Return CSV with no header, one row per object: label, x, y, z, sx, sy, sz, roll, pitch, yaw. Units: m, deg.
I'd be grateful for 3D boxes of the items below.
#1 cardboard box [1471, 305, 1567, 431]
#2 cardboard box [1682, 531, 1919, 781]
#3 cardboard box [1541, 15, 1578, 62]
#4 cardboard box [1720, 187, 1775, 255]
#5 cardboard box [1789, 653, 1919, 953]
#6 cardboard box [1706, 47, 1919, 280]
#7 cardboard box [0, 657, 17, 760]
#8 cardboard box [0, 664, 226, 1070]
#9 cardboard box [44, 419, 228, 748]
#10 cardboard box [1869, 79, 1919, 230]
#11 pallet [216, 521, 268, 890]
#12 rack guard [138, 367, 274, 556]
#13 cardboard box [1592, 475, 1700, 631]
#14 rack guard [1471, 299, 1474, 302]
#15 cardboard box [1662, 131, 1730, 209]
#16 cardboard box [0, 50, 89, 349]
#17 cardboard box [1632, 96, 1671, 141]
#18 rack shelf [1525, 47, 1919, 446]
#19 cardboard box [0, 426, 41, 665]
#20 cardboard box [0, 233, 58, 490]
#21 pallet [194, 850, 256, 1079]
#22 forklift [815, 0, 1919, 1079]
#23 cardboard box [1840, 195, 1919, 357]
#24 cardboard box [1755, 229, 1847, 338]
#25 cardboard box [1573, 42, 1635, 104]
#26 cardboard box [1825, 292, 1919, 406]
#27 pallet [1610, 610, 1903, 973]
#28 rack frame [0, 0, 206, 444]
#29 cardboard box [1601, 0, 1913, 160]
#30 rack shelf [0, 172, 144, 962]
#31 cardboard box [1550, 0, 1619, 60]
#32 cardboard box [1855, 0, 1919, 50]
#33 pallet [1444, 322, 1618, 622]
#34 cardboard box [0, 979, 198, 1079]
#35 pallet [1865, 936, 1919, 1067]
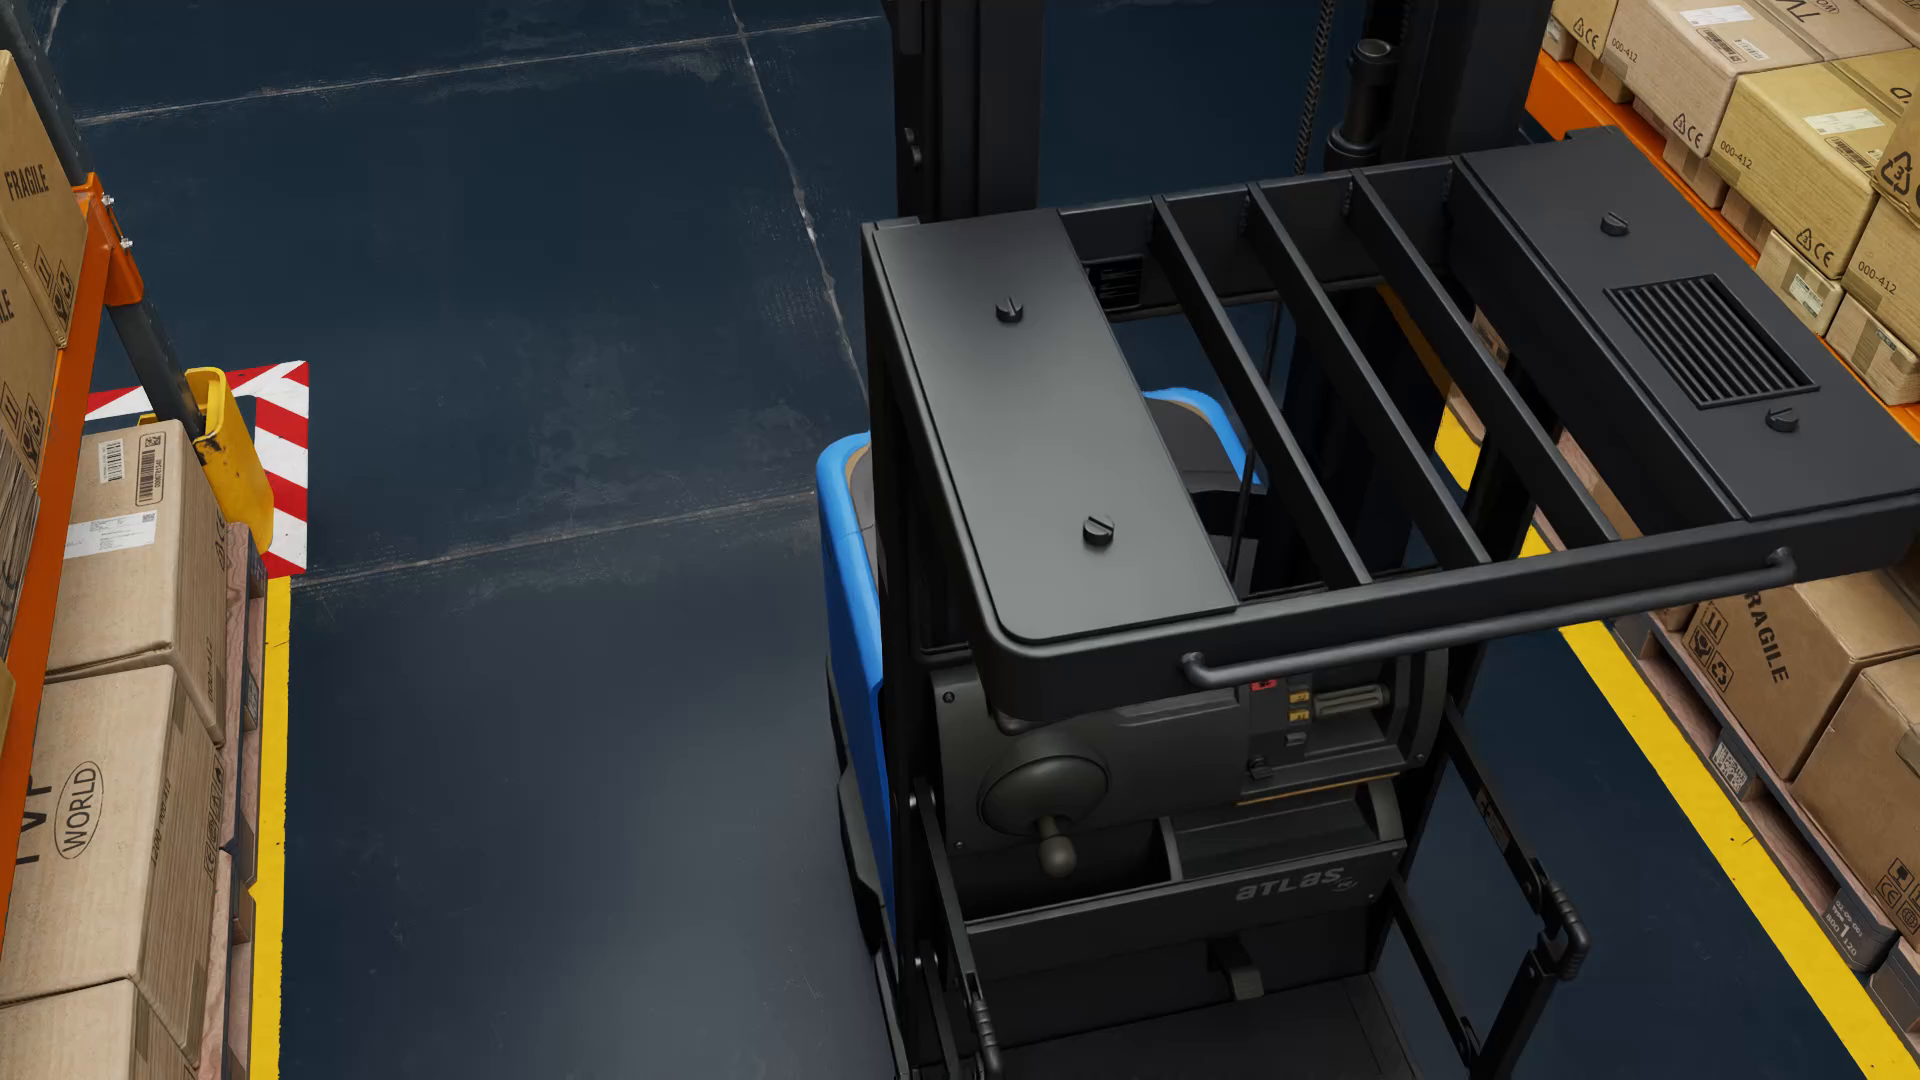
cardboard box,2.106,-0.739,5.328,0.797,0.503,0.637,-12,47,-12
cardboard box,2.326,0.242,4.368,0.500,0.500,0.500,-10,46,-10
cardboard box,1.860,-1.541,4.836,0.380,0.149,0.250,-11,47,-11
cardboard box,2.149,-0.830,4.140,0.380,0.149,0.250,-10,46,-10
cardboard box,2.553,0.576,4.042,0.700,0.500,0.500,-12,47,-12
cardboard box,2.159,-0.897,3.926,0.500,0.250,0.500,-12,47,-11
cardboard box,-1.977,0.311,2.775,0.500,0.500,0.500,-9,46,-9
cardboard box,-2.249,0.822,3.844,0.875,0.438,0.875,-10,46,-9
cardboard box,-2.491,0.192,4.462,0.875,0.438,0.875,-12,47,-12
cardboard box,2.281,-0.822,3.327,0.500,0.500,0.500,-10,46,-9
pallet,-2.476,0.518,4.594,1.003,0.211,1.213,-11,47,-10
rack guard,-2.763,-0.137,5.034,1.175,0.500,0.348,-11,47,-10
cardboard box,2.287,-0.141,4.744,0.700,0.500,0.500,-9,46,-9
rack guard,2.060,-0.978,5.859,1.175,0.500,0.348,-11,47,-10
cardboard box,2.076,-1.013,4.318,0.380,0.149,0.250,-9,46,-9
cardboard box,-2.377,-0.746,3.811,0.500,0.500,0.500,-10,47,-10
cardboard box,2.070,-1.198,4.500,0.380,0.149,0.250,-11,47,-11
rack shelf,2.553,-0.273,3.921,1.077,0.370,4.000,-11,47,-10
cardboard box,-2.122,-0.043,3.122,0.500,0.500,0.500,-9,46,-9
cardboard box,-2.263,-0.397,3.469,0.500,0.500,0.500,-12,47,-11
pallet,-2.168,1.359,3.771,1.003,0.211,1.213,-11,47,-10
forklift,0.465,0.432,2.774,1.130,2.935,3.031,-9,46,-9
cardboard box,2.310,-0.548,3.584,0.500,0.250,0.500,-12,47,-11
cardboard box,2.141,-0.642,3.955,0.380,0.149,0.250,-12,47,-11
cardboard box,1.969,-1.374,4.672,0.380,0.149,0.250,-10,46,-9
cardboard box,2.228,-0.464,3.781,0.380,0.149,0.250,-10,46,-9
pallet,2.574,0.514,4.599,1.003,0.211,1.213,-11,47,-10
rack frame,-2.757,-0.996,4.125,1.000,3.000,0.127,-11,47,-10
cardboard box,2.026,-1.247,4.268,0.500,0.250,0.500,-10,46,-10
rack shelf,-2.245,0.637,3.029,1.077,0.370,4.000,-11,47,-10
cardboard box,1.896,-1.595,4.609,0.500,0.250,0.500,-10,47,-10
cardboard box,2.546,-1.332,4.352,0.500,0.250,0.500,-11,47,-10
pallet,2.265,-0.327,5.423,1.003,0.211,1.213,-11,47,-10
cardboard box,-2.019,1.445,3.234,0.875,0.438,0.875,-12,47,-11
pallet,2.890,1.358,3.772,1.003,0.211,1.213,-11,47,-10
